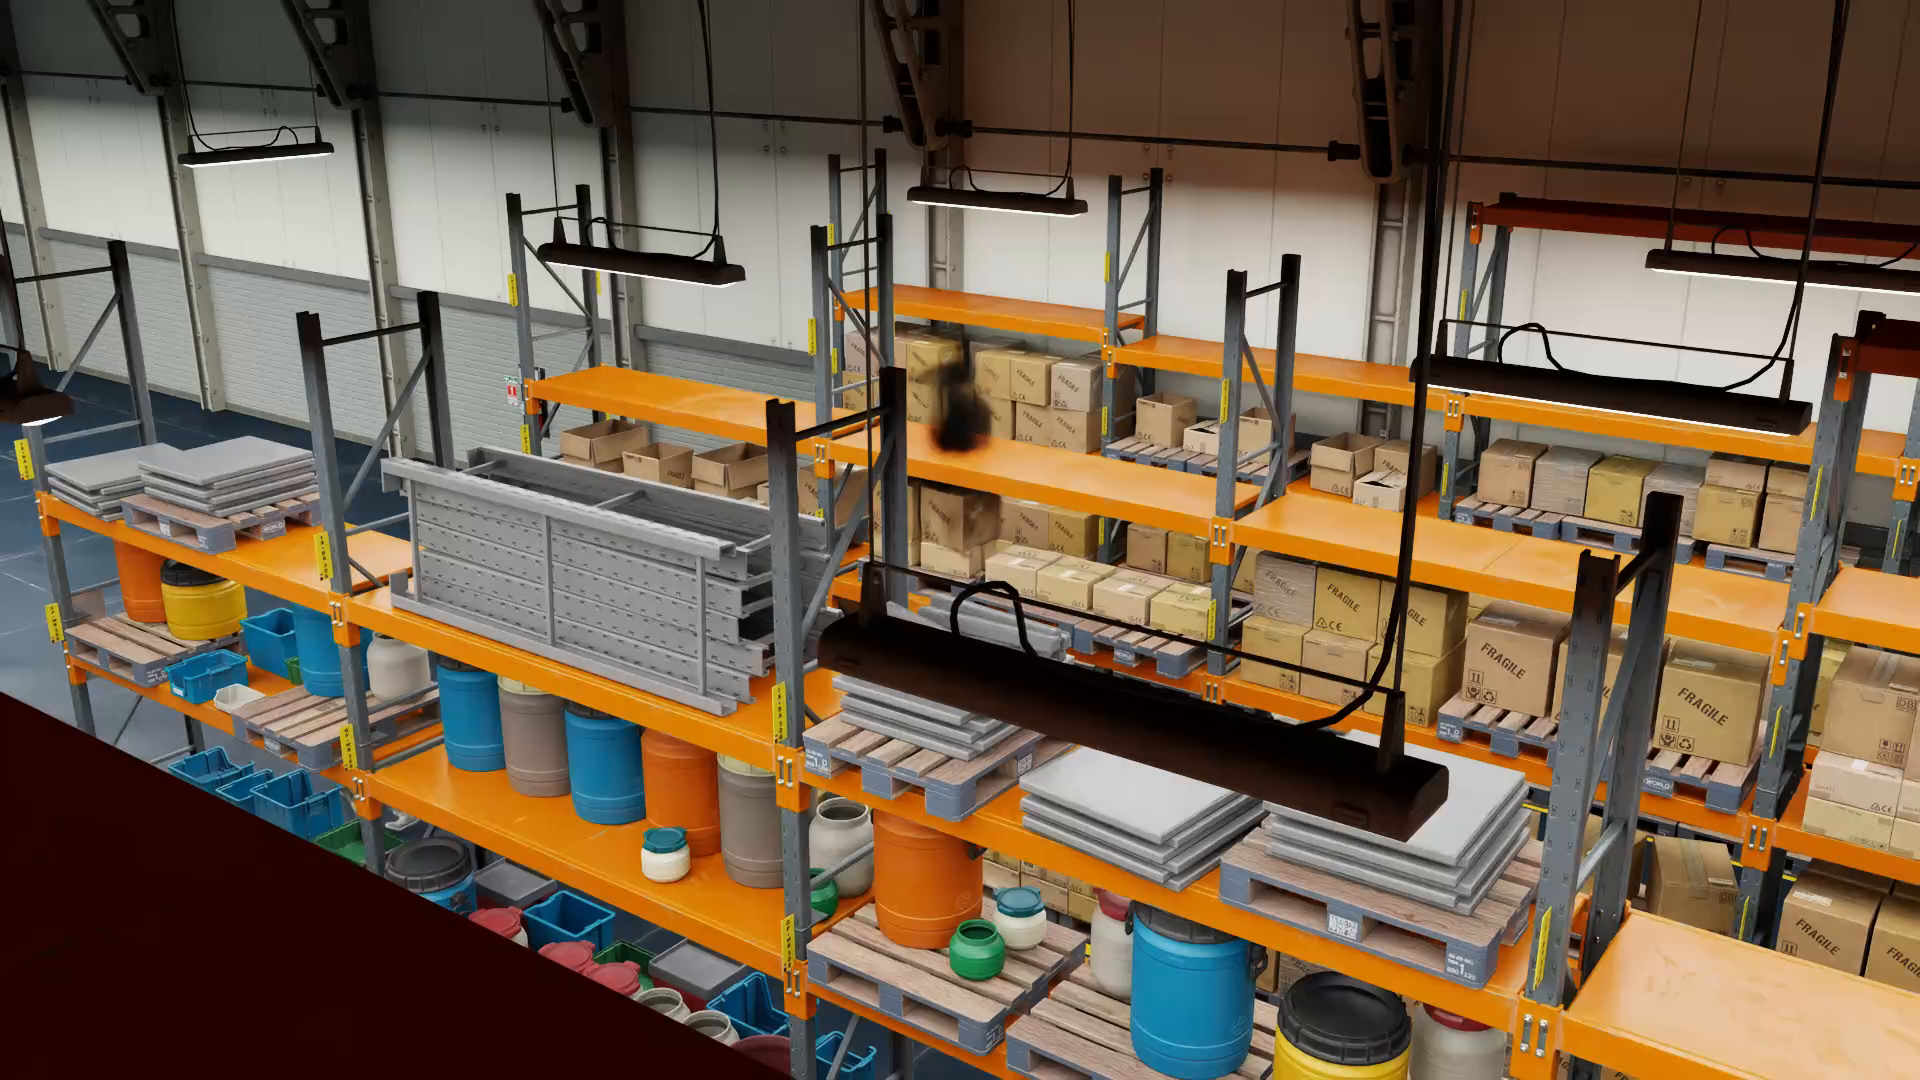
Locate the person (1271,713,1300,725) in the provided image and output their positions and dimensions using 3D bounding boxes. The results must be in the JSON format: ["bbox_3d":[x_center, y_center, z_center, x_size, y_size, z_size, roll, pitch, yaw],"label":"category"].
[{"bbox_3d":[2.907,2.330,15.397,0.592,1.738,0.675,12,22,33],"label":"person"}]

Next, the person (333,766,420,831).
[{"bbox_3d":[-5.793,2.097,16.168,0.836,1.796,0.597,-7,20,-19],"label":"person"}]
